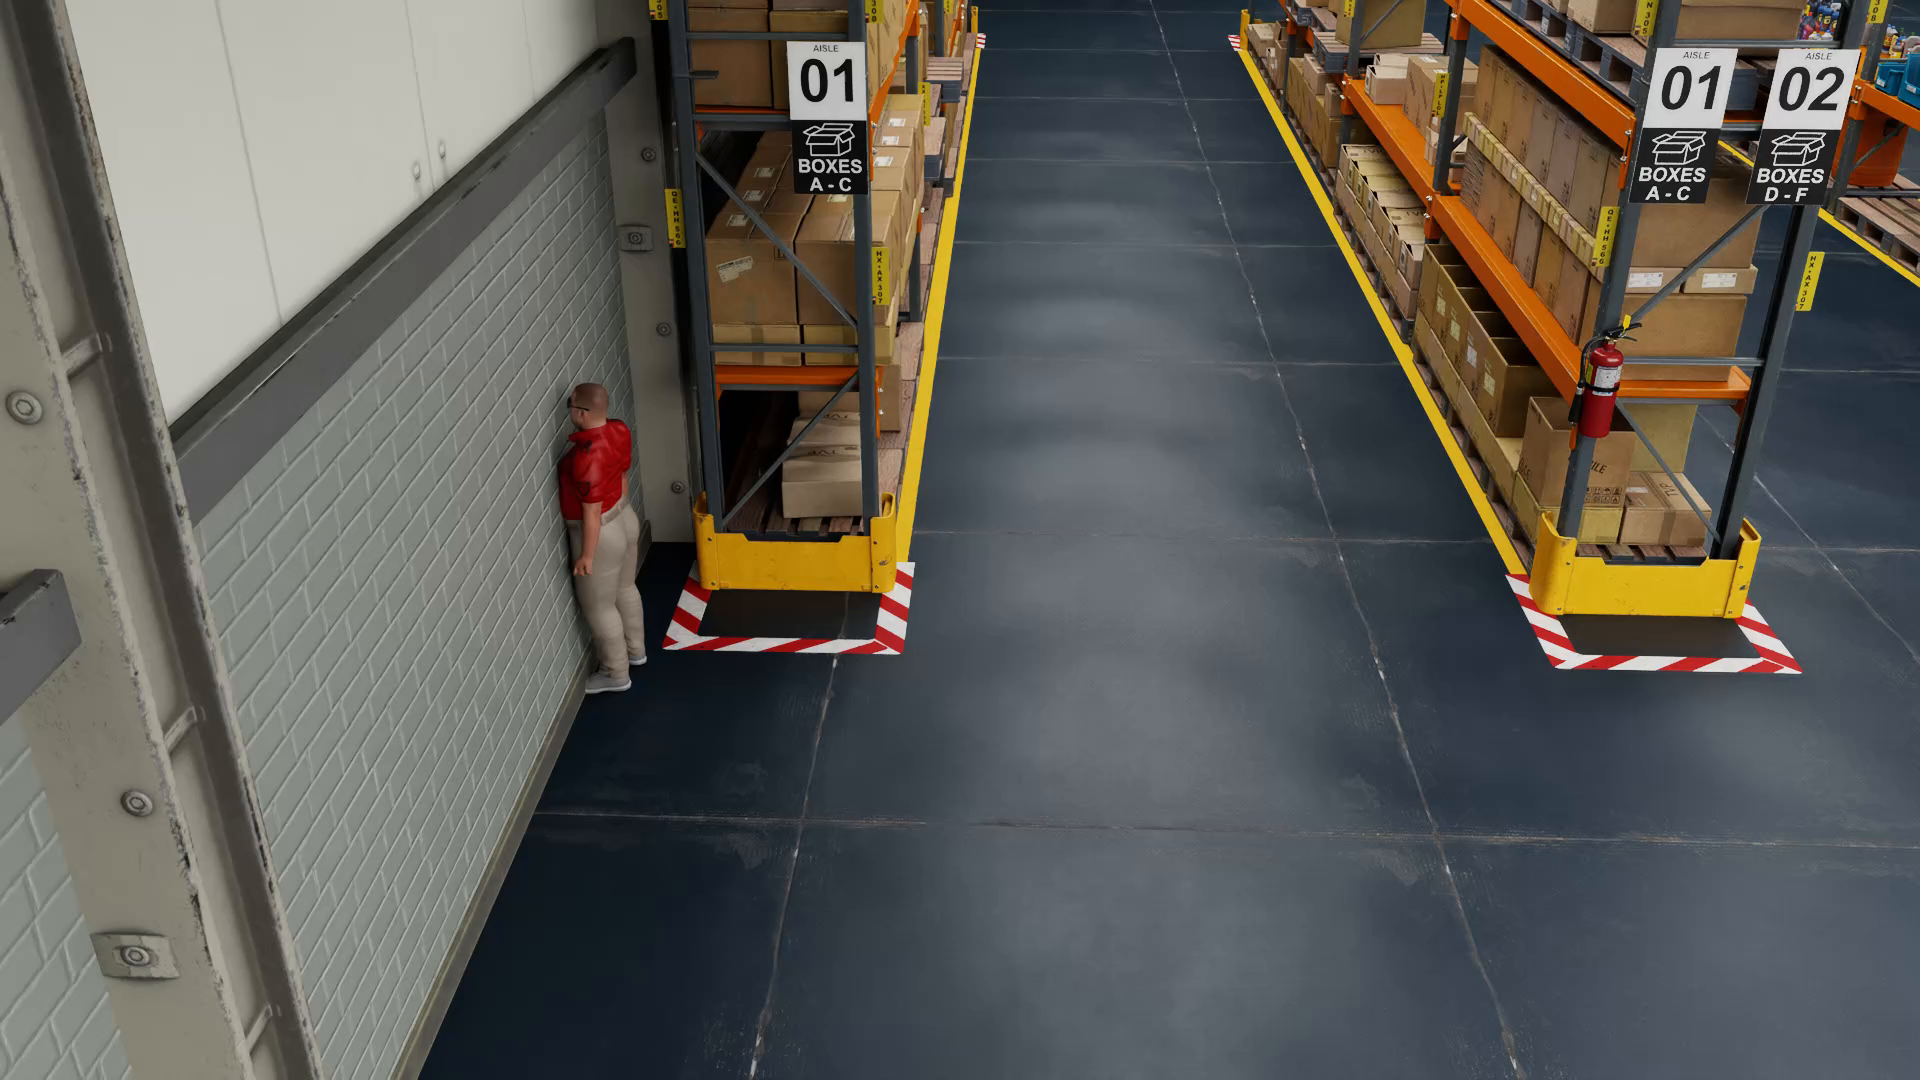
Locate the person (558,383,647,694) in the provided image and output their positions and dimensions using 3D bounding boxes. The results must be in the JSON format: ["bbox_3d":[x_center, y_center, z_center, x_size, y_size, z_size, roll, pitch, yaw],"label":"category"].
[{"bbox_3d":[-1.892,-0.020,8.680,0.381,1.728,0.523,5,28,10],"label":"person"}]
